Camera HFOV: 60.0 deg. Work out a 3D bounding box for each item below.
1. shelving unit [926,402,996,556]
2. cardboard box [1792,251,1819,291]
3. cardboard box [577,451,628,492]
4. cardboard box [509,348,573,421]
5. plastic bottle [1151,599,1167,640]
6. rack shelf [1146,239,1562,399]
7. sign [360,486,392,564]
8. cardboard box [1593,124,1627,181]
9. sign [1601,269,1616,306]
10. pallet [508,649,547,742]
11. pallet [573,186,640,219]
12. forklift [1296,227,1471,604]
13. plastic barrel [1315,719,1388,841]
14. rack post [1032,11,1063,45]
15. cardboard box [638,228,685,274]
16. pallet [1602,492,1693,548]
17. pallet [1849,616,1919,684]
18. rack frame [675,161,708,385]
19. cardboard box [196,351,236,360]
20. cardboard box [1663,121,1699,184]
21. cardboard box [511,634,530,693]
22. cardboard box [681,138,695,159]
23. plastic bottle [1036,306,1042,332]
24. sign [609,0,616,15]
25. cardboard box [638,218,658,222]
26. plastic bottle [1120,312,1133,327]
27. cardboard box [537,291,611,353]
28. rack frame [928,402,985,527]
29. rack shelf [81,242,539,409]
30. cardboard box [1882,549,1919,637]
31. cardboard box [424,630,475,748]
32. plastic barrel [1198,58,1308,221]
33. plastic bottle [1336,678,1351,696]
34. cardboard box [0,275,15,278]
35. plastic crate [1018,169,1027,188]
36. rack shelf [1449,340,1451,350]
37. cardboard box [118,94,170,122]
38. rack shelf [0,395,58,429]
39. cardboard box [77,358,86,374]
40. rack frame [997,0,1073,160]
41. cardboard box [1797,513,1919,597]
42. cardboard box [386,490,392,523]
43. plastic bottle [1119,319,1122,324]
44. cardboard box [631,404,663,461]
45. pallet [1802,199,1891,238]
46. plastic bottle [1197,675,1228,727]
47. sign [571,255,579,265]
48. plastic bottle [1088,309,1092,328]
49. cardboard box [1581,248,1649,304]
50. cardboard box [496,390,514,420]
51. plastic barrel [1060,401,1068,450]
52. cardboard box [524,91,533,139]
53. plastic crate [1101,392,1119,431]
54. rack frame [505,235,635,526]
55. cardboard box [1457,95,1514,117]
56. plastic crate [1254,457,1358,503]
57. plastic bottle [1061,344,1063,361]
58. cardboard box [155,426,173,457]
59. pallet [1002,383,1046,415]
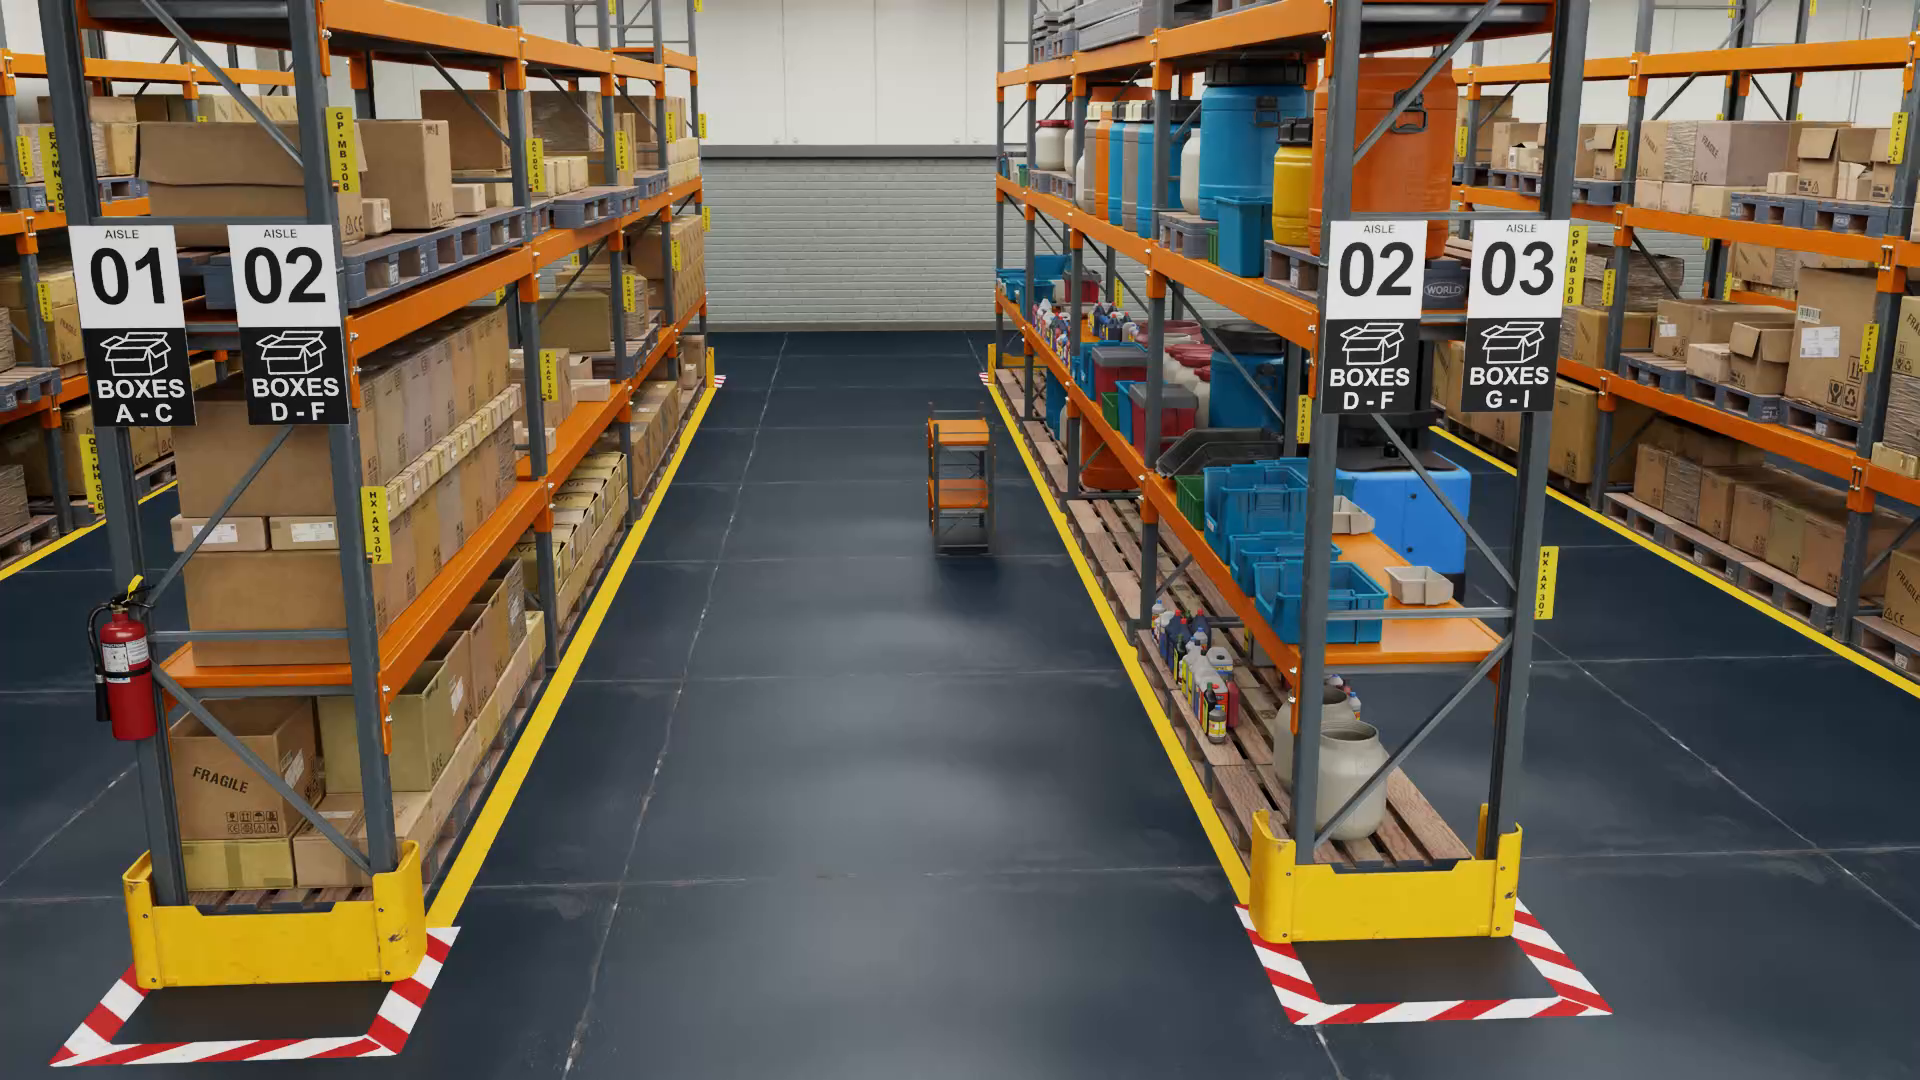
[{"bbox_3d":[0.000,-0.546,14.393,0.538,1.125,1.048,-1,14,-3],"label":"shelving unit"},{"bbox_3d":[10.771,-3.345,20.710,0.500,0.500,0.500,-1,14,-4],"label":"cardboard box"},{"bbox_3d":[-3.175,-0.602,14.398,0.500,0.311,0.500,-1,14,-2],"label":"cardboard box"},{"bbox_3d":[-3.333,-1.217,13.036,0.500,0.500,0.500,-2,15,-6],"label":"cardboard box"},{"bbox_3d":[1.321,0.528,11.047,0.097,0.271,0.097,0,14,0],"label":"plastic bottle"},{"bbox_3d":[1.863,-1.273,8.879,1.077,0.370,4.000,-1,14,-3],"label":"rack shelf"},{"bbox_3d":[-2.403,-0.061,6.846,0.100,0.325,0.005,-1,14,-3],"label":"sign"},{"bbox_3d":[6.325,-3.594,15.406,0.797,0.503,0.637,0,14,0],"label":"cardboard box"},{"bbox_3d":[5.881,-2.289,15.079,0.100,0.325,0.005,-1,14,-3],"label":"sign"},{"bbox_3d":[-3.198,0.958,10.379,1.003,0.211,1.213,-1,14,-3],"label":"pallet"},{"bbox_3d":[-3.322,-2.779,13.668,1.213,0.211,1.003,0,14,-1],"label":"pallet"},{"bbox_3d":[3.169,-1.237,13.453,1.130,2.935,3.031,-1,14,-3],"label":"forklift"},{"bbox_3d":[1.870,1.167,8.119,0.421,0.512,0.421,0,14,0],"label":"plastic barrel"},{"bbox_3d":[1.264,-5.315,17.275,0.937,0.300,0.954,-1,14,-4],"label":"rack post"},{"bbox_3d":[-3.481,-3.363,19.369,0.500,0.500,0.500,-1,14,-5],"label":"cardboard box"},{"bbox_3d":[6.482,-0.193,14.852,1.003,0.211,1.213,-1,14,-3],"label":"pallet"},{"bbox_3d":[6.759,0.774,11.094,1.003,0.211,1.213,-1,14,-3],"label":"pallet"},{"bbox_3d":[-3.948,-3.575,22.402,1.000,3.000,0.127,-1,14,-3],"label":"rack frame"},{"bbox_3d":[-8.829,-2.155,19.754,0.380,0.149,0.250,-1,14,-5],"label":"cardboard box"},{"bbox_3d":[6.235,-3.234,13.851,0.500,0.500,0.500,-1,14,-3],"label":"cardboard box"},{"bbox_3d":[-2.937,0.774,10.174,0.500,0.250,0.500,-1,14,-3],"label":"cardboard box"},{"bbox_3d":[-3.631,-4.949,21.020,0.500,0.250,0.500,-1,14,-3],"label":"cardboard box"},{"bbox_3d":[0.880,-2.410,18.132,0.097,0.271,0.097,0,14,0],"label":"plastic bottle"},{"bbox_3d":[-4.490,-6.963,21.496,0.100,0.325,0.005,-1,14,-3],"label":"sign"},{"bbox_3d":[-4.144,-3.863,21.315,0.500,0.500,0.500,-1,14,-3],"label":"cardboard box"},{"bbox_3d":[1.695,-2.135,16.902,0.144,0.351,0.185,-1,14,-3],"label":"plastic bottle"},{"bbox_3d":[-3.604,-1.992,15.206,0.700,0.500,0.500,-6,16,-22],"label":"cardboard box"},{"bbox_3d":[-0.032,-0.673,14.884,0.500,1.125,0.032,-1,14,-3],"label":"rack frame"},{"bbox_3d":[-3.081,-1.198,8.585,1.077,0.370,4.000,-1,14,-3],"label":"rack shelf"},{"bbox_3d":[6.667,0.365,11.264,0.500,0.500,0.500,-1,14,-5],"label":"cardboard box"},{"bbox_3d":[-2.845,0.784,8.631,0.500,0.500,0.500,-1,14,-3],"label":"cardboard box"},{"bbox_3d":[1.694,-2.316,9.639,0.600,0.901,0.708,-1,14,-3],"label":"plastic barrel"},{"bbox_3d":[2.190,0.919,9.505,0.061,0.283,0.133,-1,14,-3],"label":"plastic bottle"},{"bbox_3d":[-8.684,-2.182,14.646,0.500,0.250,0.500,0,14,-2],"label":"cardboard box"},{"bbox_3d":[0.916,-4.107,18.873,0.450,0.188,0.662,-1,14,-3],"label":"plastic crate"},{"bbox_3d":[6.063,-2.881,21.149,1.077,0.370,4.000,-1,14,-3],"label":"rack shelf"},{"bbox_3d":[-8.921,-4.668,18.382,0.500,0.500,0.500,-1,14,-4],"label":"cardboard box"},{"bbox_3d":[-8.273,-0.662,12.525,1.077,0.370,4.000,-1,14,-3],"label":"rack shelf"},{"bbox_3d":[-8.125,-1.612,15.235,0.380,0.149,0.250,0,14,-2],"label":"cardboard box"},{"bbox_3d":[0.996,-6.556,21.948,1.000,3.000,0.127,-1,14,-3],"label":"rack frame"},{"bbox_3d":[6.666,0.102,12.245,0.700,0.500,0.500,-2,15,-8],"label":"cardboard box"},{"bbox_3d":[-2.786,-0.125,7.490,0.380,0.149,0.250,-1,14,-5],"label":"cardboard box"},{"bbox_3d":[1.649,-2.131,17.046,0.097,0.271,0.097,0,14,0],"label":"plastic bottle"},{"bbox_3d":[-3.297,-1.090,16.878,0.500,0.500,0.500,-1,14,-5],"label":"cardboard box"},{"bbox_3d":[6.751,-2.260,11.646,1.213,0.211,1.003,-1,14,-3],"label":"pallet"},{"bbox_3d":[1.447,0.921,9.509,0.152,0.276,0.135,-1,14,-3],"label":"plastic bottle"},{"bbox_3d":[-4.242,-2.989,18.388,0.100,0.325,0.005,-1,14,-3],"label":"sign"},{"bbox_3d":[1.467,-2.460,18.467,0.097,0.201,0.097,0,14,0],"label":"plastic bottle"},{"bbox_3d":[6.368,-2.616,16.460,0.797,0.503,0.637,-1,14,-2],"label":"cardboard box"},{"bbox_3d":[-2.961,-0.827,10.220,0.380,0.149,0.250,-1,14,-5],"label":"cardboard box"},{"bbox_3d":[1.250,-1.201,17.324,0.421,0.512,0.421,0,14,0],"label":"plastic barrel"},{"bbox_3d":[-3.262,-2.833,11.449,0.500,0.500,0.500,1,14,2],"label":"cardboard box"},{"bbox_3d":[1.349,-0.992,12.789,0.450,0.188,0.662,-1,14,-3],"label":"plastic crate"},{"bbox_3d":[-3.453,-1.586,14.669,1.000,3.000,0.127,-1,14,-3],"label":"rack frame"},{"bbox_3d":[6.135,-5.082,19.491,0.500,0.250,0.500,-2,15,-7],"label":"cardboard box"},{"bbox_3d":[2.079,-0.323,10.061,0.499,0.251,0.616,-1,14,-3],"label":"plastic crate"},{"bbox_3d":[1.019,-1.818,15.971,0.097,0.201,0.097,0,14,0],"label":"plastic bottle"},{"bbox_3d":[-8.417,-1.285,16.971,0.750,0.750,0.750,0,14,-2],"label":"cardboard box"},{"bbox_3d":[1.081,-1.792,21.067,1.003,0.211,1.213,-1,14,-3],"label":"pallet"}]
